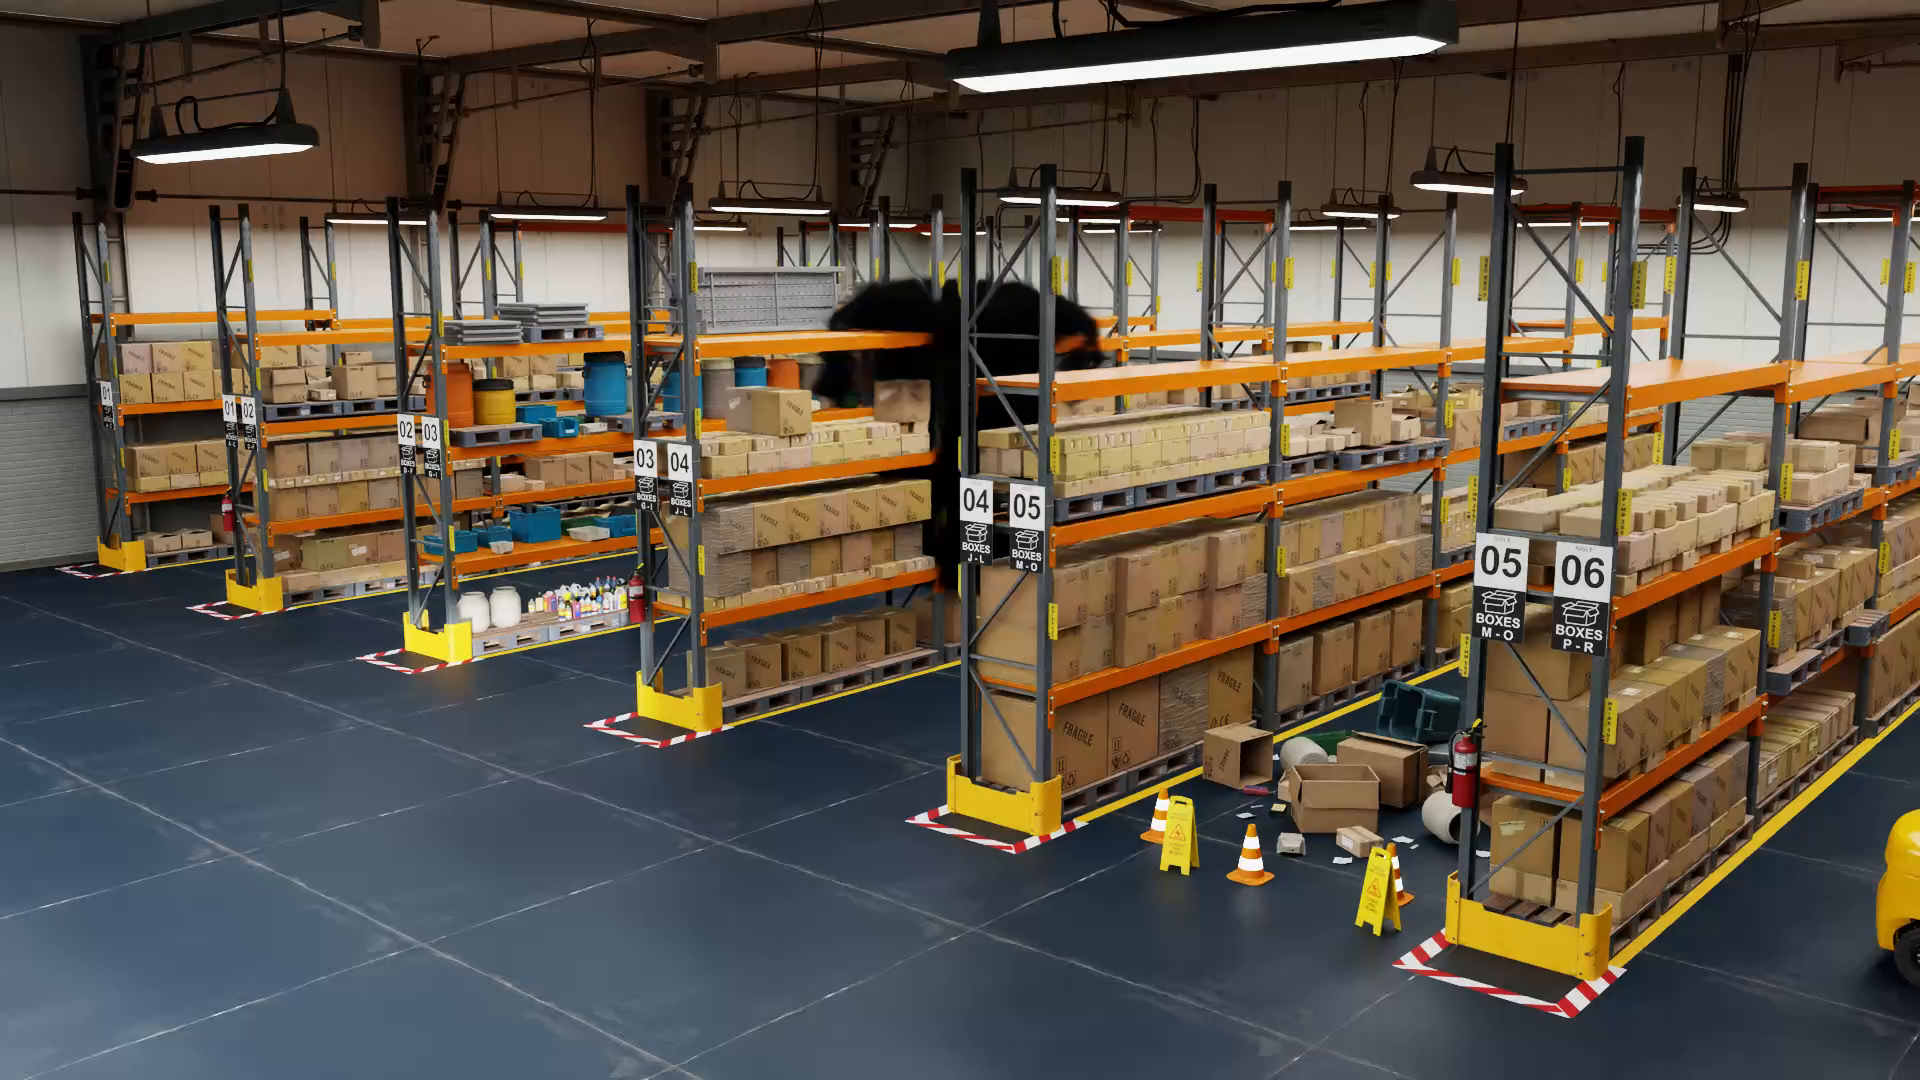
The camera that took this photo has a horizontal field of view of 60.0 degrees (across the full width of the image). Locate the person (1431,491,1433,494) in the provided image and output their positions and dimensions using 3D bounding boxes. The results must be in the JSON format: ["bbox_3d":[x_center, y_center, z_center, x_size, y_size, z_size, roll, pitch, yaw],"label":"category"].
[{"bbox_3d":[7.589,-0.030,26.728,0.505,1.531,0.690,5,11,29],"label":"person"}]
